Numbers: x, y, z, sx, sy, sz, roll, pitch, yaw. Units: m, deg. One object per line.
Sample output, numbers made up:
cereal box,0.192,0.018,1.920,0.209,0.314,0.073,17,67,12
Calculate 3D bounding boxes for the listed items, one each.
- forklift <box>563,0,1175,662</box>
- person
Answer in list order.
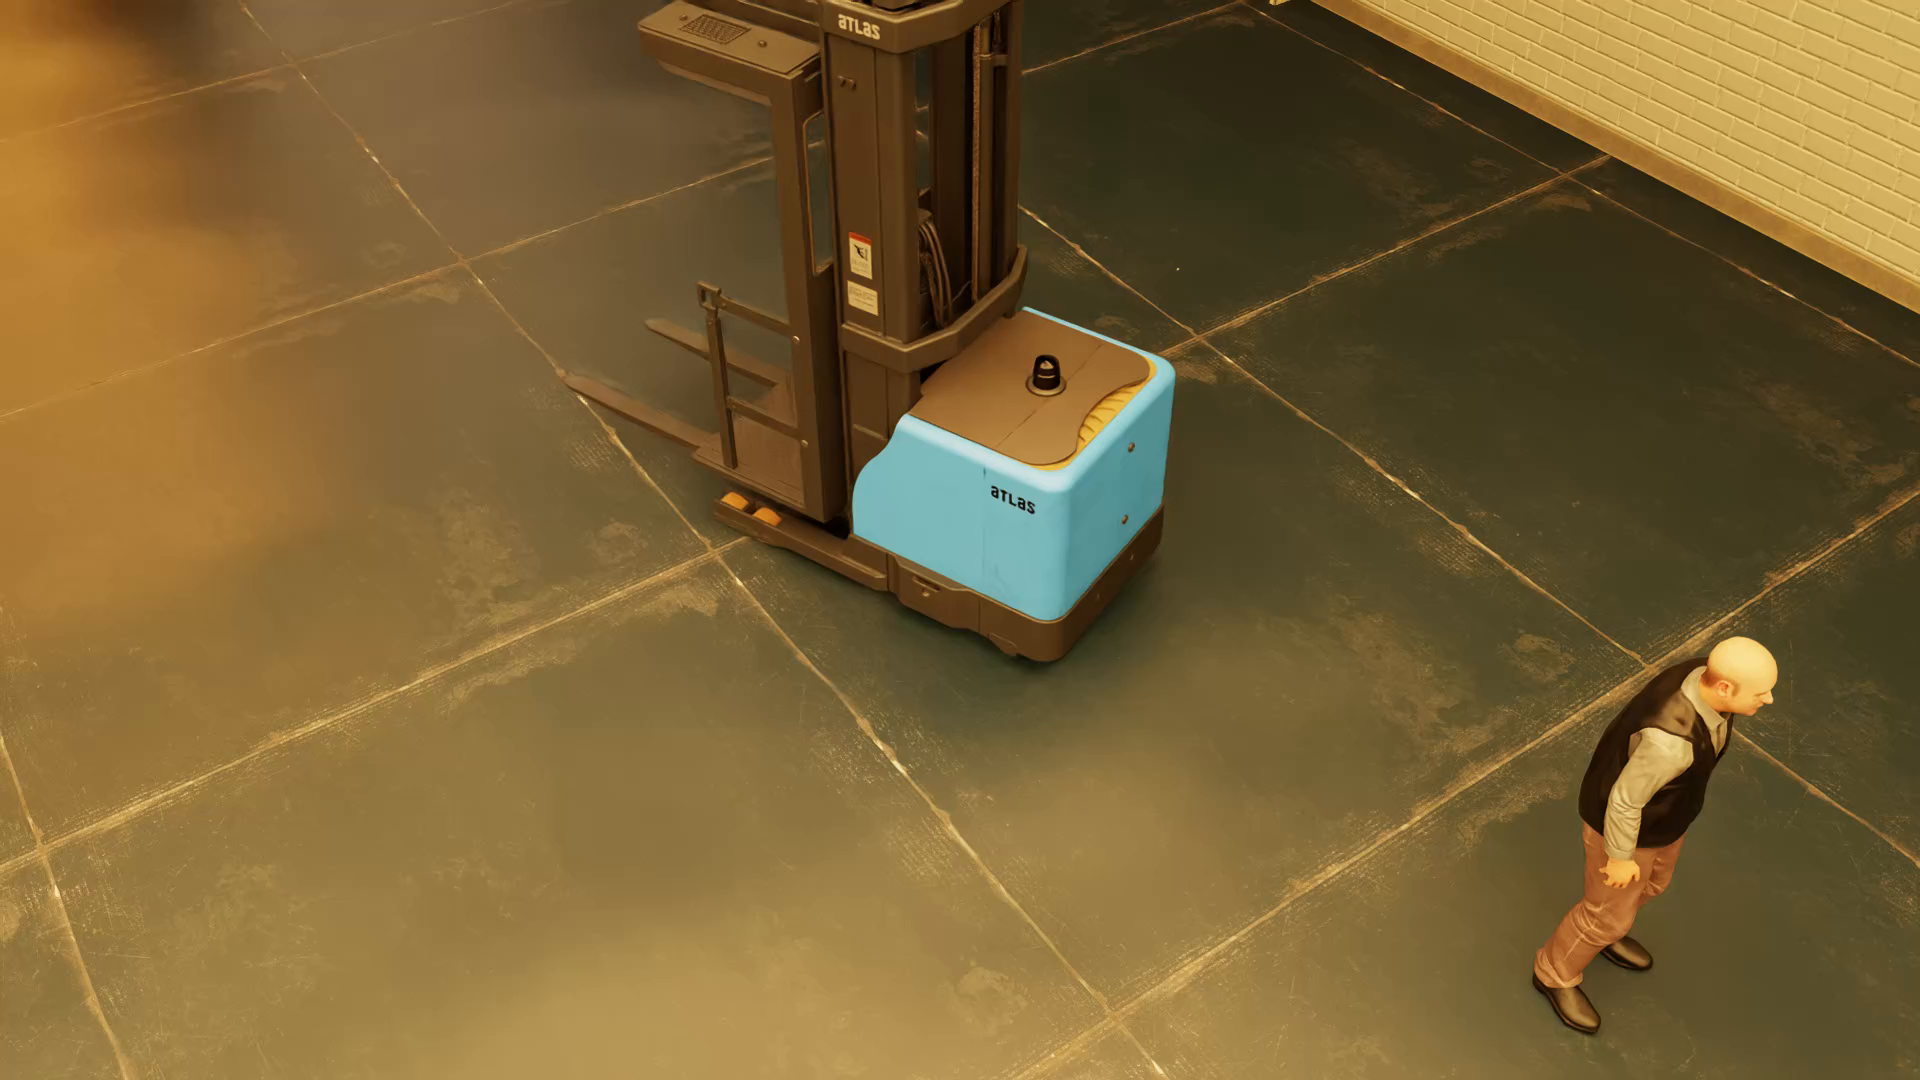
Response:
forklift,-0.568,-1.335,7.164,3.031,2.935,1.130,24,48,24
person,2.304,0.927,5.605,0.426,1.719,0.580,33,52,31
